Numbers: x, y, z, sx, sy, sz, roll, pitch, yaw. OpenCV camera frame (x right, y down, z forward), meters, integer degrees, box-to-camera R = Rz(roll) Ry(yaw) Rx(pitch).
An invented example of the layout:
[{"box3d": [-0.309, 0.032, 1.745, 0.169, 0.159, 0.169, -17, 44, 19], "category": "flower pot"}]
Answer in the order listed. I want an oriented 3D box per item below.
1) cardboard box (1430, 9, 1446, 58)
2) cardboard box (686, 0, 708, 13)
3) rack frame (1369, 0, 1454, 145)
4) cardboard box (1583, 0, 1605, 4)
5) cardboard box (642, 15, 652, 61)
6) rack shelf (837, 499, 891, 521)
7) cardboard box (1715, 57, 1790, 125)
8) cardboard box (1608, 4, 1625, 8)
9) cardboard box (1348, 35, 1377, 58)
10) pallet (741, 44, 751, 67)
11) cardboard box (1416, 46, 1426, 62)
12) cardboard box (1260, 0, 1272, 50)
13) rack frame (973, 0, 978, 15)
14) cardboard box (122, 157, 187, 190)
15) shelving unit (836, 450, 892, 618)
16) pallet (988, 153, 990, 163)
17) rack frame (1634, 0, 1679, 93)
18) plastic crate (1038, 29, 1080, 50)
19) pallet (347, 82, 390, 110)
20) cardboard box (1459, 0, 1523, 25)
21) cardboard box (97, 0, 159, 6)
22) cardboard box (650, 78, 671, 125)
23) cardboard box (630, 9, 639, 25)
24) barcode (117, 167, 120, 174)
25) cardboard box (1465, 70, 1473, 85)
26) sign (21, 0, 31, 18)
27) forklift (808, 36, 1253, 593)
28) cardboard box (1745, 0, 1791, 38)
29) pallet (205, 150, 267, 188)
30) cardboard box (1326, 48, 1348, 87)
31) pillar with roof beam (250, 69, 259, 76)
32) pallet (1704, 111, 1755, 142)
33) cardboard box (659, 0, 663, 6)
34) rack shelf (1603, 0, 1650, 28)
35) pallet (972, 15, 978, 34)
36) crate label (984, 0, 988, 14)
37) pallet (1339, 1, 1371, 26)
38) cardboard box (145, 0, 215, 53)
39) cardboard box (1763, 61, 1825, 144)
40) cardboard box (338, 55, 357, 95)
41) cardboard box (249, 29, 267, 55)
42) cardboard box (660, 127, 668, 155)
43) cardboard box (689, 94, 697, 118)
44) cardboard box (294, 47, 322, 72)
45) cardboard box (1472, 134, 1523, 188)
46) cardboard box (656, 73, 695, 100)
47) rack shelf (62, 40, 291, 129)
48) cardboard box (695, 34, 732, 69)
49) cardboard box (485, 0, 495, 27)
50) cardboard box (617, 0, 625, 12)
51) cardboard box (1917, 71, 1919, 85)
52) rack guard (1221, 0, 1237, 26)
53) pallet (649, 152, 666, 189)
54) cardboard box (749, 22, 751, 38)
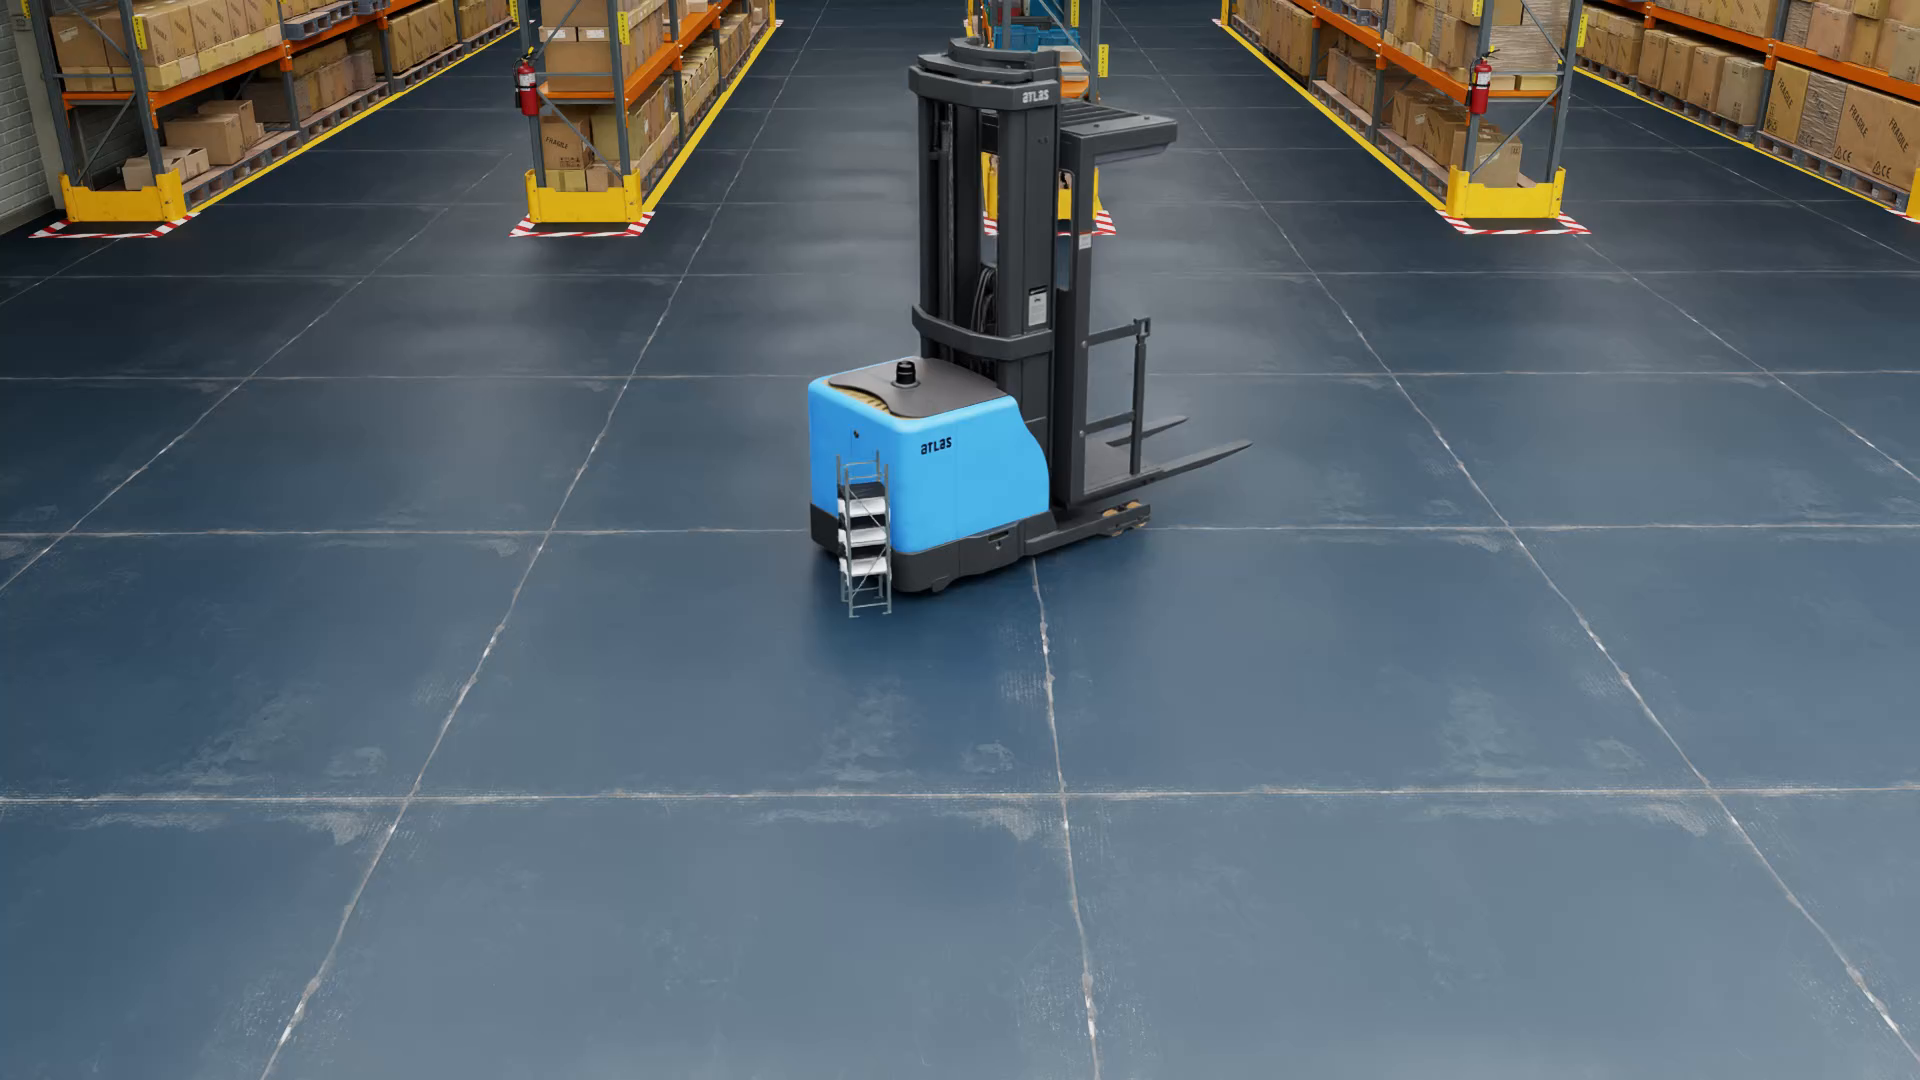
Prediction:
[{"box3d": [5.823, -5.697, 18.724, 0.875, 0.500, 0.500, 0, 24, -1], "category": "cardboard box"}, {"box3d": [-3.818, -7.647, 23.823, 0.380, 0.149, 0.250, 0, 24, -1], "category": "cardboard box"}, {"box3d": [5.846, -6.526, 21.039, 1.000, 3.000, 0.127, 0, 24, -1], "category": "rack frame"}, {"box3d": [10.463, -8.891, 27.883, 0.500, 0.250, 0.500, -1, 24, -3], "category": "cardboard box"}, {"box3d": [-4.035, -5.921, 19.581, 0.700, 0.500, 0.500, 0, 24, 0], "category": "cardboard box"}, {"box3d": [-0.531, -0.163, 9.163, 0.258, 0.077, 0.200, -7, 25, -15], "category": "rack shelf"}, {"box3d": [10.710, -5.928, 21.938, 1.050, 0.750, 0.750, 0, 24, -1], "category": "cardboard box"}, {"box3d": [10.972, -8.679, 27.414, 0.500, 0.250, 0.500, 1, 24, 2], "category": "cardboard box"}, {"box3d": [5.855, -7.083, 23.860, 0.500, 0.250, 0.500, 2, 24, 5], "category": "cardboard box"}, {"box3d": [-4.101, -8.174, 28.066, 1.003, 0.211, 1.213, 0, 24, -1], "category": "pallet"}, {"box3d": [5.577, -5.703, 19.525, 0.380, 0.149, 0.250, 0, 24, -1], "category": "cardboard box"}, {"box3d": [5.785, -8.782, 28.096, 1.225, 0.875, 0.875, 0, 24, 0], "category": "cardboard box"}, {"box3d": [0.762, -11.448, 31.922, 1.000, 3.000, 0.127, 0, 24, -1], "category": "rack frame"}, {"box3d": [-8.887, -4.072, 18.341, 0.500, 0.311, 0.500, -3, 25, -7], "category": "cardboard box"}, {"box3d": [-0.531, -0.030, 9.224, 0.258, 0.900, 0.210, -7, 25, -15], "category": "shelving unit"}, {"box3d": [0.859, -4.956, 20.952, 1.003, 0.211, 1.213, 0, 24, -1], "category": "pallet"}, {"box3d": [10.763, -8.155, 24.640, 1.000, 3.000, 0.127, 0, 24, -1], "category": "rack frame"}, {"box3d": [1.176, -5.981, 20.014, 0.499, 0.251, 0.616, 0, 24, -1], "category": "plastic crate"}, {"box3d": [-9.050, -6.515, 24.398, 1.003, 0.211, 1.213, 0, 24, -1], "category": "pallet"}, {"box3d": [5.636, -5.740, 17.605, 0.500, 0.500, 0.500, 0, 24, -1], "category": "cardboard box"}, {"box3d": [-9.193, -5.707, 18.476, 0.500, 0.500, 0.500, -1, 24, -2], "category": "cardboard box"}, {"box3d": [-3.843, -5.367, 20.393, 0.500, 0.500, 0.500, 0, 24, -1], "category": "cardboard box"}, {"box3d": [-3.822, -5.869, 18.678, 0.380, 0.149, 0.250, -1, 24, -1], "category": "cardboard box"}, {"box3d": [-9.288, -4.081, 18.352, 0.001, 0.075, 0.075, 0, 24, -1], "category": "barcode"}, {"box3d": [5.678, -4.983, 17.931, 0.380, 0.149, 0.250, 0, 24, -1], "category": "cardboard box"}, {"box3d": [-9.525, -5.488, 16.956, 0.100, 0.325, 0.005, 0, 24, -1], "category": "sign"}, {"box3d": [0.569, -1.510, 10.032, 3.031, 2.935, 1.130, -18, 30, -34], "category": "forklift"}, {"box3d": [10.533, -6.766, 21.448, 0.500, 0.500, 0.500, 0, 24, -1], "category": "cardboard box"}, {"box3d": [-8.955, -4.408, 19.740, 1.003, 0.211, 1.213, 0, 24, -1], "category": "pallet"}, {"box3d": [5.829, -6.960, 24.497, 0.700, 0.500, 0.500, -2, 24, -3], "category": "cardboard box"}, {"box3d": [-5.603, -10.320, 22.149, 9.100, 9.000, 0.400, 0, 24, -1], "category": "pillar with roof beam"}, {"box3d": [10.723, -5.553, 22.273, 1.003, 0.211, 1.213, 0, 24, -1], "category": "pallet"}, {"box3d": [-3.842, -6.611, 20.318, 0.380, 0.149, 0.250, -1, 24, -2], "category": "cardboard box"}, {"box3d": [10.741, -8.651, 26.611, 1.077, 0.370, 4.000, 0, 24, -1], "category": "rack shelf"}, {"box3d": [0.732, -9.838, 31.745, 1.003, 0.211, 1.213, 0, 24, -1], "category": "pallet"}, {"box3d": [0.590, -7.757, 23.719, 0.502, 0.435, 0.616, 0, 24, -1], "category": "crate label"}, {"box3d": [5.864, -7.271, 22.919, 1.003, 0.211, 1.213, 0, 24, -1], "category": "pallet"}, {"box3d": [-8.669, -5.708, 18.478, 0.500, 0.500, 0.500, -1, 24, -2], "category": "cardboard box"}, {"box3d": [10.743, -5.470, 20.773, 0.875, 0.875, 0.875, 0, 24, 0], "category": "cardboard box"}, {"box3d": [-9.108, -6.659, 23.834, 0.700, 0.500, 0.500, 0, 24, -1], "category": "cardboard box"}, {"box3d": [-8.708, -6.001, 20.035, 0.500, 0.250, 0.500, 0, 24, 0], "category": "cardboard box"}, {"box3d": [-3.821, -4.819, 20.092, 0.500, 0.250, 0.500, 0, 24, -1], "category": "cardboard box"}, {"box3d": [-3.821, -5.799, 22.259, 0.500, 0.250, 0.500, 0, 24, 1], "category": "cardboard box"}, {"box3d": [-9.056, -6.561, 22.707, 0.500, 0.250, 0.500, -1, 24, -2], "category": "cardboard box"}, {"box3d": [5.899, -4.187, 18.392, 0.500, 0.500, 0.500, 4, 25, 9], "category": "cardboard box"}, {"box3d": [-3.816, -6.054, 22.143, 0.500, 0.311, 0.500, -1, 24, -1], "category": "cardboard box"}, {"box3d": [-8.992, -5.307, 19.217, 1.077, 0.370, 4.000, 0, 24, -1], "category": "rack shelf"}, {"box3d": [-3.834, -7.597, 25.907, 0.500, 0.500, 0.500, -1, 24, -2], "category": "cardboard box"}, {"box3d": [-9.025, -9.755, 30.702, 0.700, 0.500, 0.500, -1, 24, -2], "category": "cardboard box"}, {"box3d": [-4.021, -5.902, 17.964, 0.700, 0.500, 0.500, -1, 24, -2], "category": "cardboard box"}, {"box3d": [10.801, -5.079, 17.658, 0.875, 0.550, 0.550, 0, 24, -1], "category": "cardboard box"}, {"box3d": [5.714, -10.341, 32.509, 1.175, 0.500, 0.348, 0, 24, -1], "category": "rack guard"}, {"box3d": [-4.077, -4.380, 19.679, 1.003, 0.211, 1.213, 0, 24, -1], "category": "pallet"}, {"box3d": [-3.936, -8.929, 29.080, 0.500, 0.311, 0.500, 0, 24, -1], "category": "cardboard box"}]
